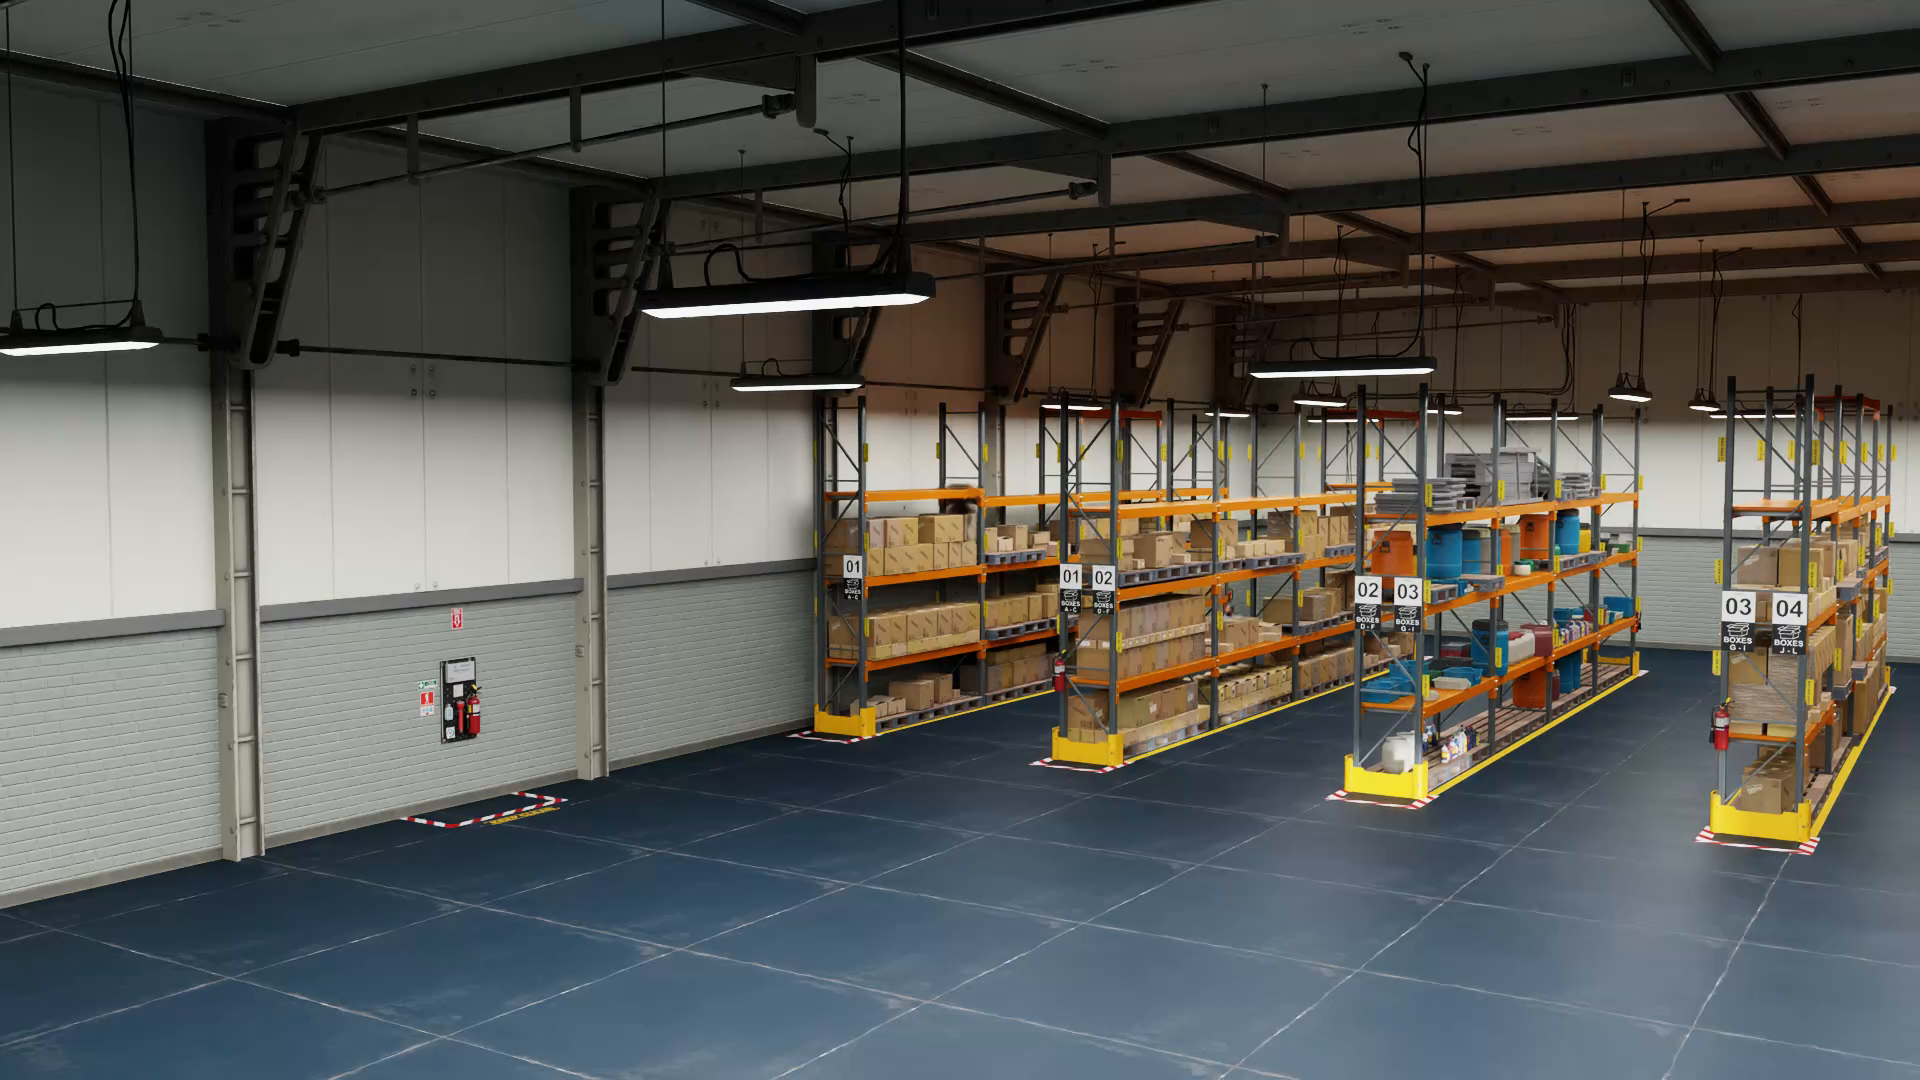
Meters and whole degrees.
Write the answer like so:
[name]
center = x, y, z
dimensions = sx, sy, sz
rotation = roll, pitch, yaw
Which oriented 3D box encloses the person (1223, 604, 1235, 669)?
[person]
center = 6.046, 2.240, 37.394
dimensions = 0.528, 1.602, 0.929
rotation = 2, 4, 37
